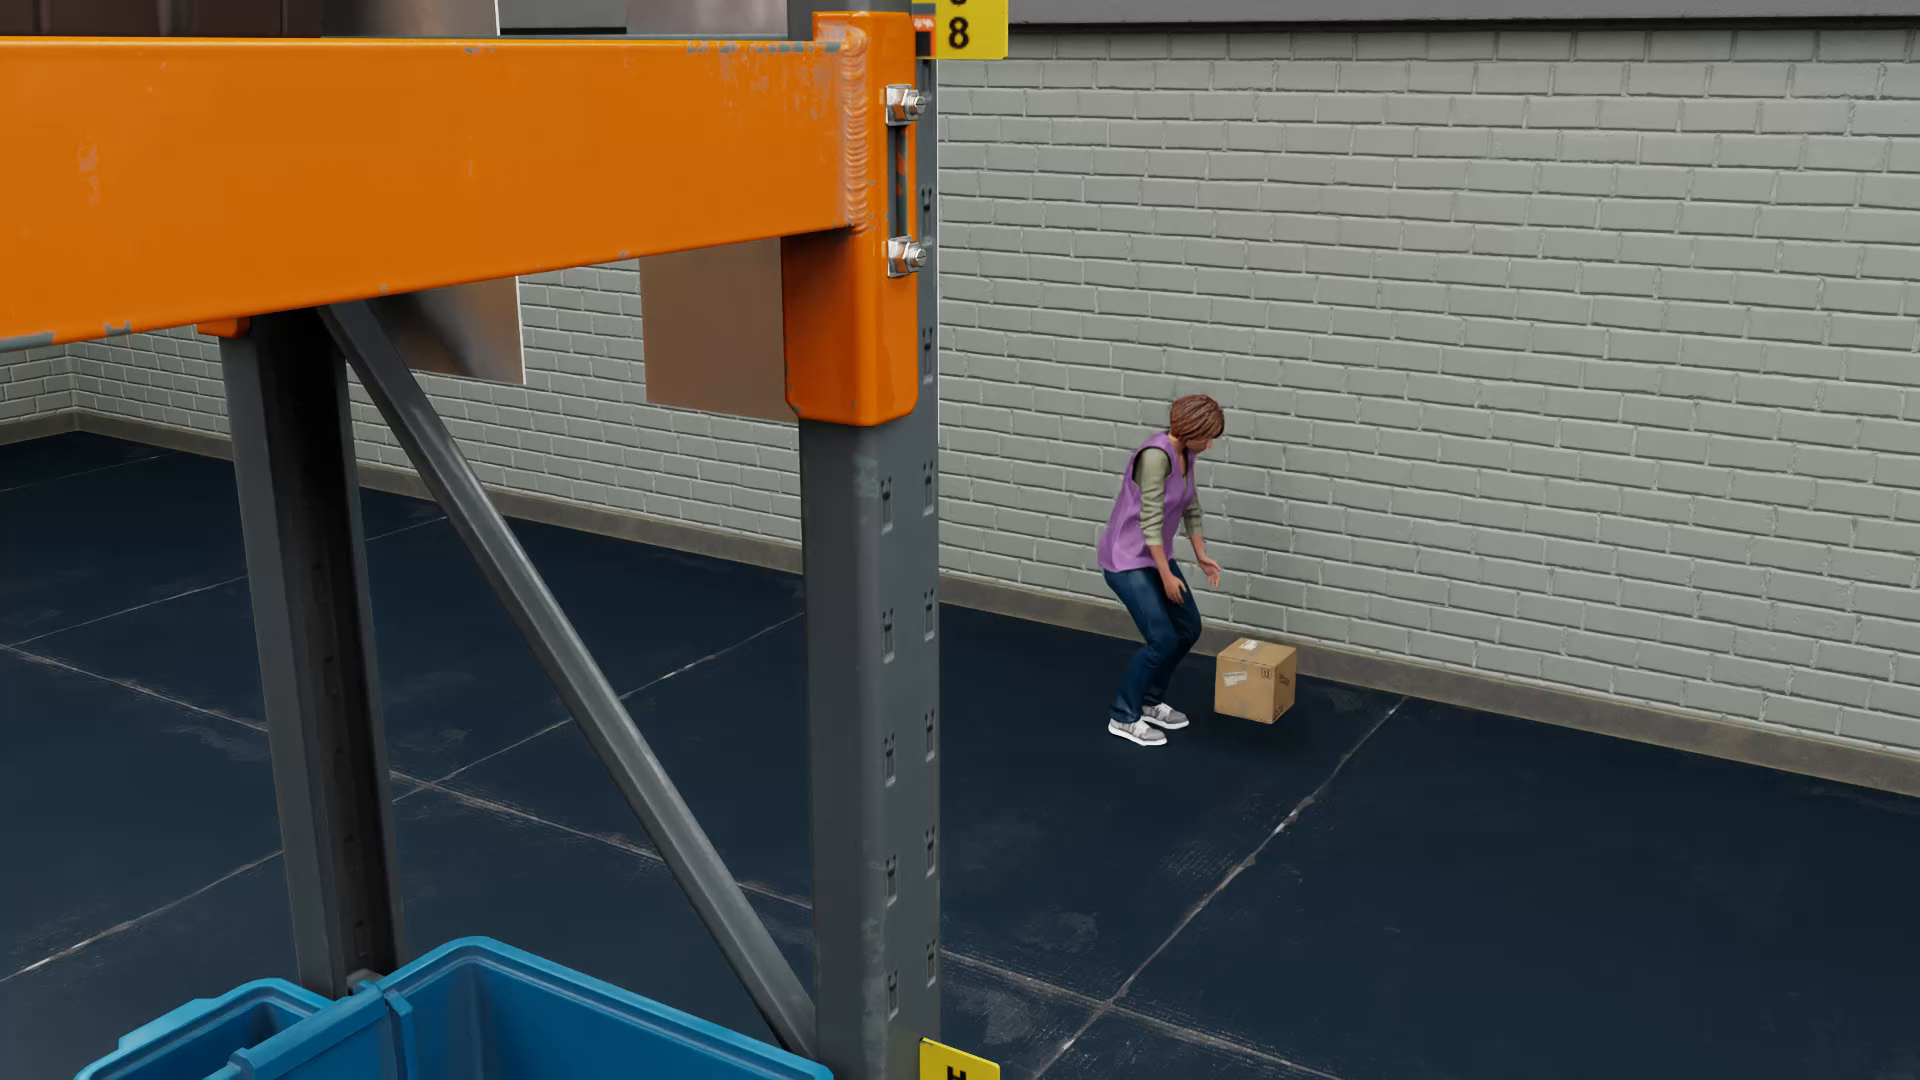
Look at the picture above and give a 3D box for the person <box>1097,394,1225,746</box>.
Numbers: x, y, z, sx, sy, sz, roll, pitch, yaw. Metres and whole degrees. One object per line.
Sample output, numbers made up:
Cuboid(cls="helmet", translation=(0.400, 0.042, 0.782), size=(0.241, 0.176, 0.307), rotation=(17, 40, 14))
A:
Cuboid(cls="person", translation=(0.836, 0.105, 6.919), size=(0.497, 1.481, 0.447), rotation=(10, 19, 31))
